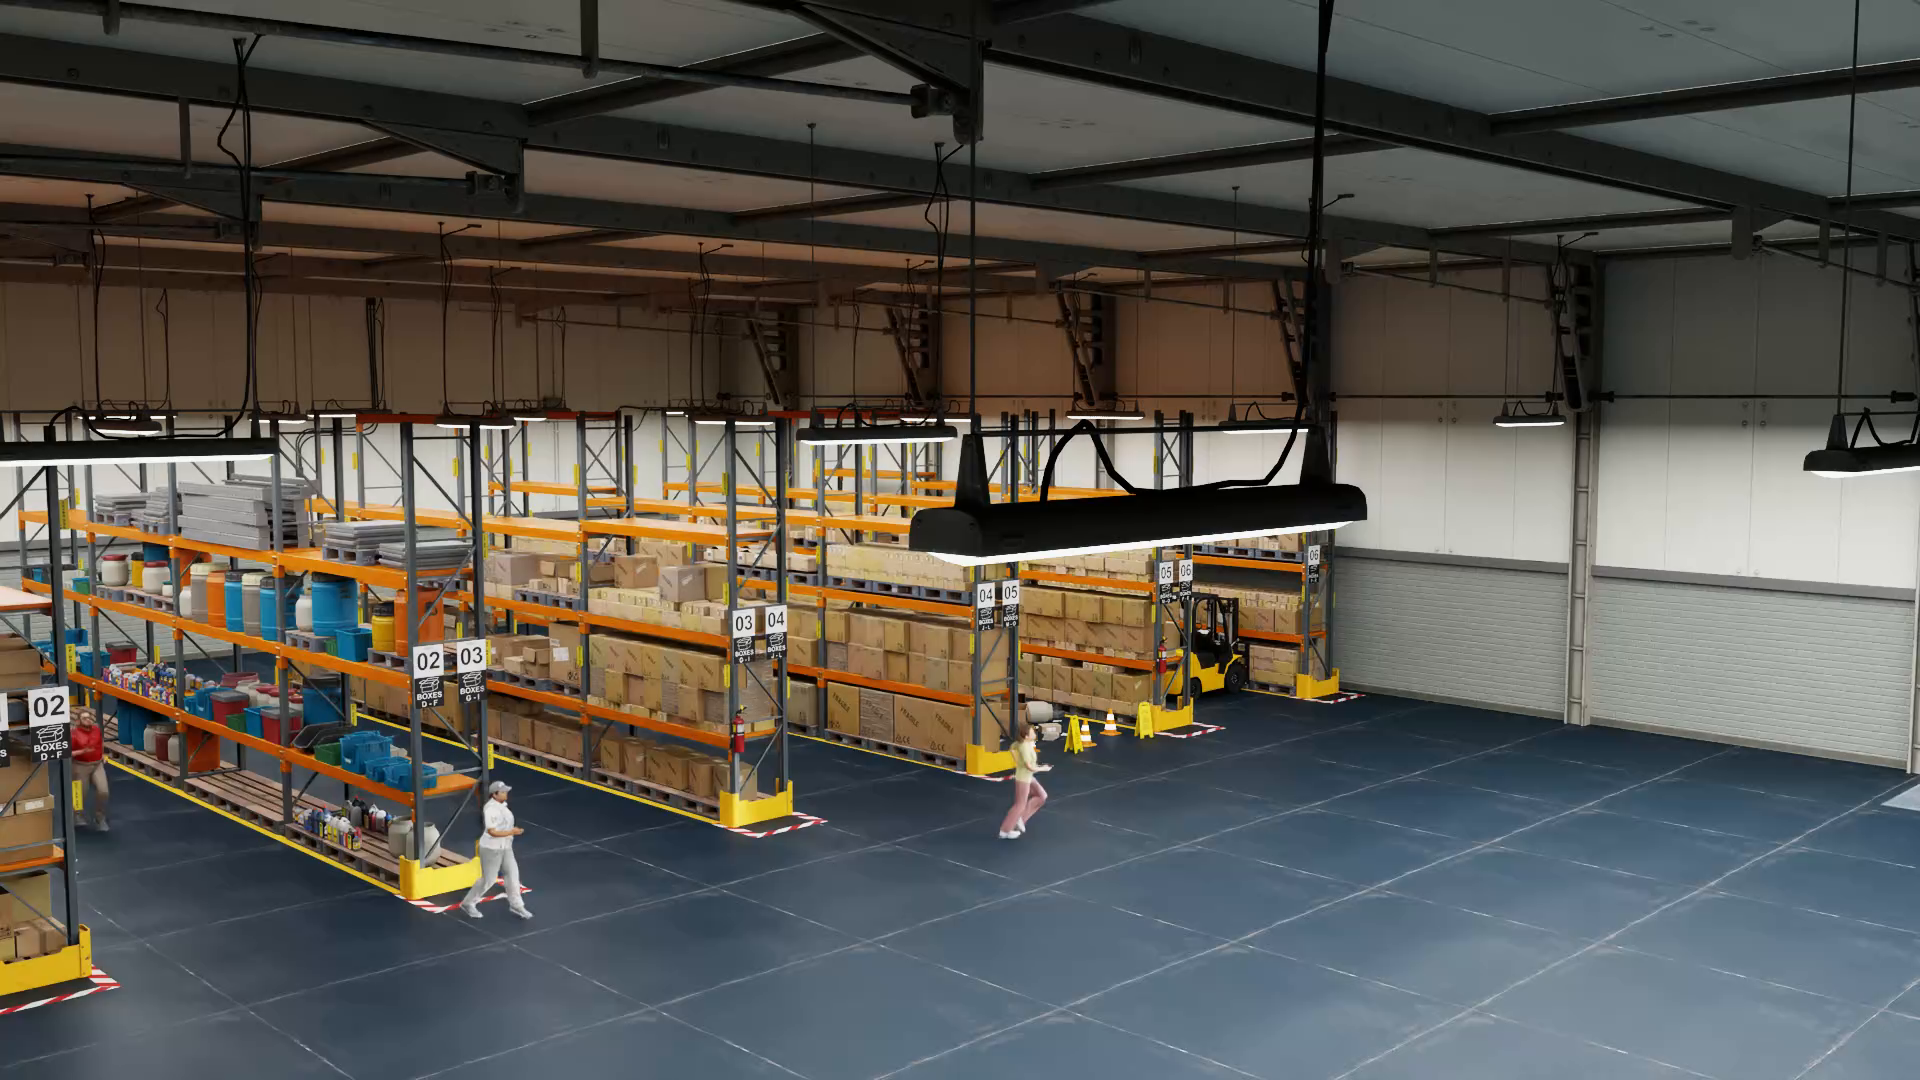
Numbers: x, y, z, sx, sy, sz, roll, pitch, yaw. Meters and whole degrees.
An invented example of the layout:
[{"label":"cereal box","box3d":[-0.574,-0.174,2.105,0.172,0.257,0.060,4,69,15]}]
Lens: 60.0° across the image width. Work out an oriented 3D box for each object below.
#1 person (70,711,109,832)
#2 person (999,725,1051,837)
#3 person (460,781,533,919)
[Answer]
[{"label":"person","box3d":[-12.696,3.377,24.209,0.755,1.791,0.640,4,6,39]},{"label":"person","box3d":[0.935,3.434,23.808,0.745,1.616,0.592,0,5,2]},{"label":"person","box3d":[-5.618,3.755,20.075,0.834,1.719,0.615,0,5,1]}]
